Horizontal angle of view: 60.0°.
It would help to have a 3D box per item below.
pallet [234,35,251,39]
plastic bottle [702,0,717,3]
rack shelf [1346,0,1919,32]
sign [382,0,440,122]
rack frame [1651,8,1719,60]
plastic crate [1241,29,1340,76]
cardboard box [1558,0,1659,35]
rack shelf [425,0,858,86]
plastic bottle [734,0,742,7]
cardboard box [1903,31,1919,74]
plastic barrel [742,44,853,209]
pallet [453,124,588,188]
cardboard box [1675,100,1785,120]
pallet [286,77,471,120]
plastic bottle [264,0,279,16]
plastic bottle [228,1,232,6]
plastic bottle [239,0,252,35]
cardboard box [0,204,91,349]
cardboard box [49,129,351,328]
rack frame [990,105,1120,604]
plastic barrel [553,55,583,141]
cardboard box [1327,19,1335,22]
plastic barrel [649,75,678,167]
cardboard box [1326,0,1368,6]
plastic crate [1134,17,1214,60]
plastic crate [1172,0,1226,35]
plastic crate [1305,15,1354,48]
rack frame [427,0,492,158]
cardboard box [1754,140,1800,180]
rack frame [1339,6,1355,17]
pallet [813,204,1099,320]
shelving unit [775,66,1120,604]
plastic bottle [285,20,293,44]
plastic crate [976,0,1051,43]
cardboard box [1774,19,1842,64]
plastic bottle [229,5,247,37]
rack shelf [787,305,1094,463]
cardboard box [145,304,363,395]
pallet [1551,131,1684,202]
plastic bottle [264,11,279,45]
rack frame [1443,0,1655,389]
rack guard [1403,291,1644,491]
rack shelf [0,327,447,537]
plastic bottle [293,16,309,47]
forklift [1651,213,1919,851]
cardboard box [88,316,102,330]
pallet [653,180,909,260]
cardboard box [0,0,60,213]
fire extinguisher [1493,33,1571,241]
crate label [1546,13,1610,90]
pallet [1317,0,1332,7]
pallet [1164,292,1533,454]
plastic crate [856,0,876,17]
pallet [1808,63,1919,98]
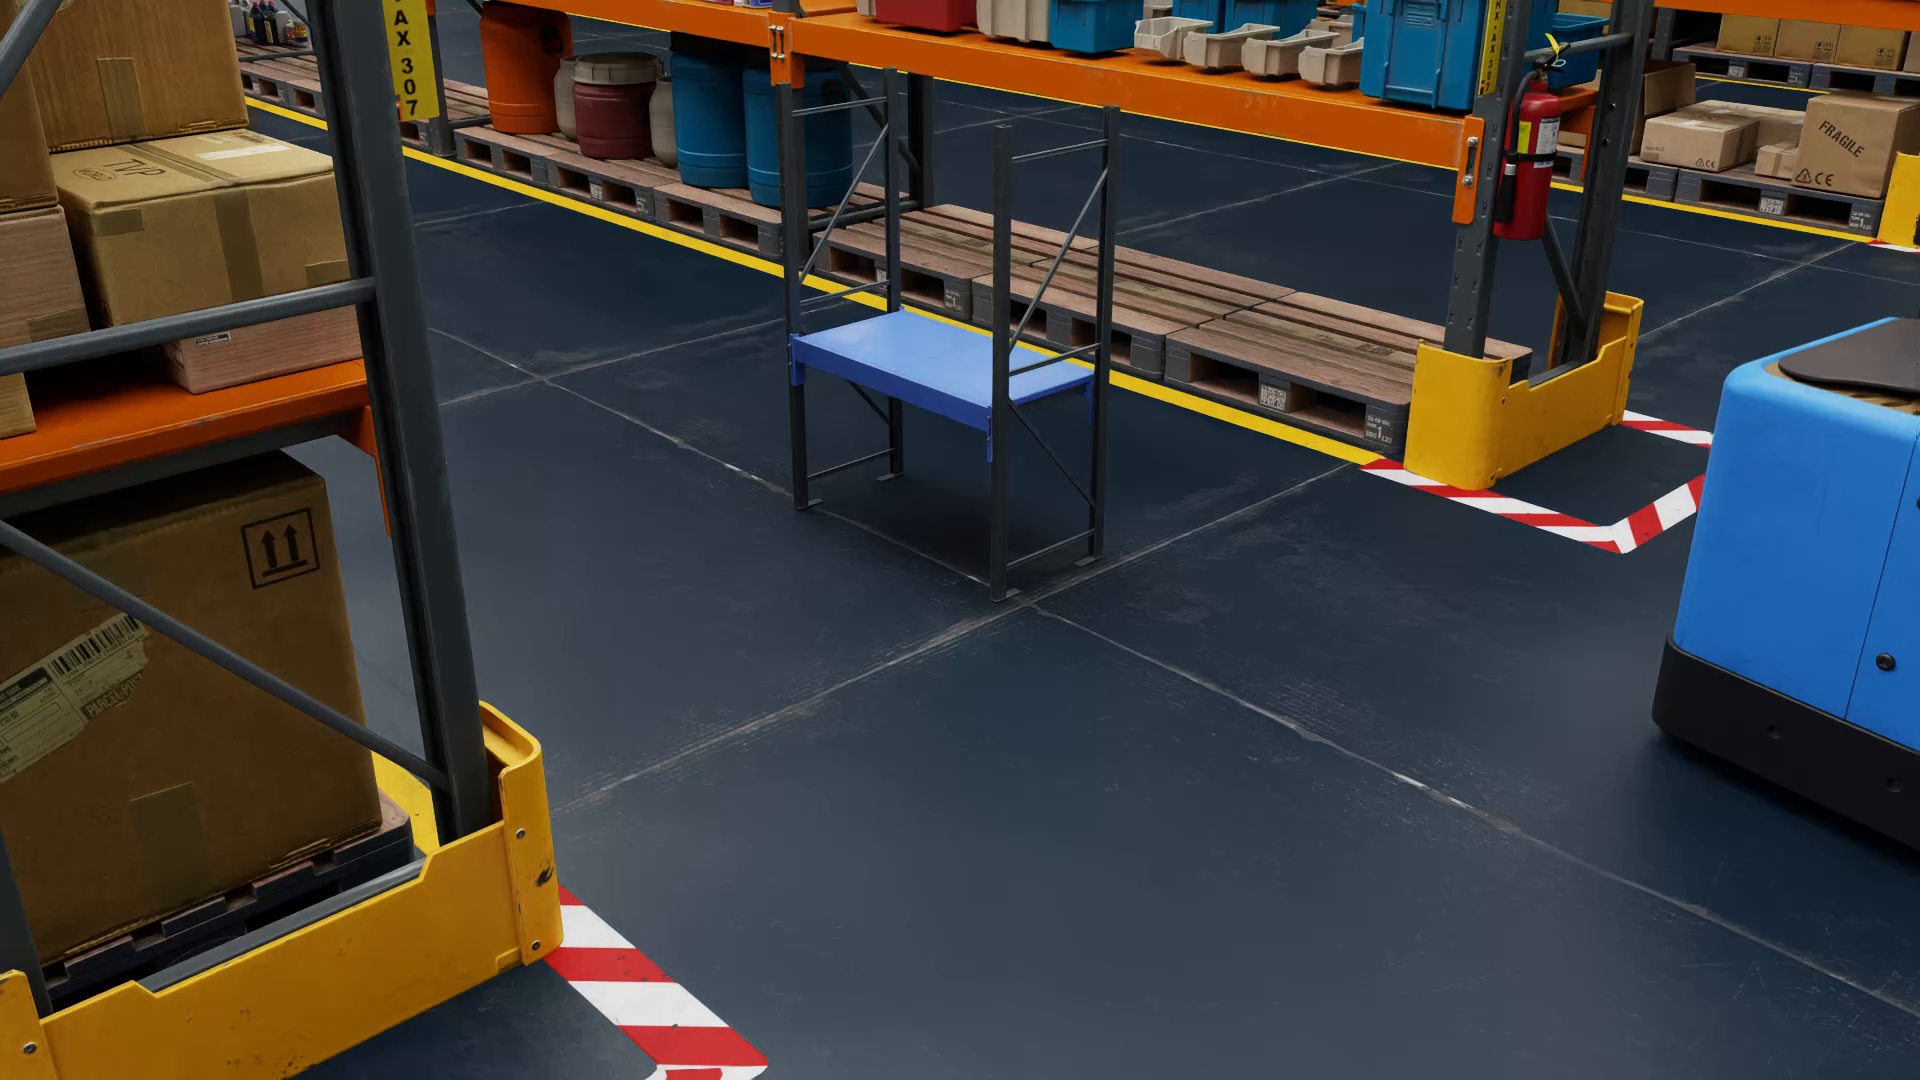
[{"bbox_3d":[-7.284,-4.707,15.814,1.003,0.211,1.213,-21,32,-38],"label":"pallet"},{"bbox_3d":[-1.305,-3.049,8.969,0.152,0.276,0.135,-21,32,-38],"label":"plastic bottle"},{"bbox_3d":[4.436,-3.438,10.539,1.077,0.370,4.000,-21,32,-38],"label":"rack shelf"},{"bbox_3d":[-1.022,-0.936,3.049,0.100,0.325,0.005,-21,32,-38],"label":"sign"},{"bbox_3d":[6.682,-5.778,14.801,1.000,3.000,0.127,-21,32,-38],"label":"rack frame"},{"bbox_3d":[1.307,-1.950,6.657,0.396,0.136,0.243,-21,32,-38],"label":"plastic crate"},{"bbox_3d":[6.143,-5.151,15.511,0.750,0.750,0.750,-21,32,-38],"label":"cardboard box"},{"bbox_3d":[-1.917,-3.246,10.118,1.077,0.370,4.000,-21,32,-38],"label":"rack shelf"},{"bbox_3d":[-1.154,-2.932,8.802,0.097,0.201,0.097,0,25,0],"label":"plastic bottle"},{"bbox_3d":[8.178,-4.107,13.645,0.500,0.500,0.700,23,33,40],"label":"cardboard box"},{"bbox_3d":[-0.909,-2.373,9.361,0.600,0.901,0.708,-21,32,-38],"label":"plastic barrel"},{"bbox_3d":[-2.714,-2.683,11.378,1.003,0.211,1.213,-21,32,-38],"label":"pallet"},{"bbox_3d":[4.955,-2.657,10.743,0.500,0.250,0.500,-21,32,-38],"label":"cardboard box"},{"bbox_3d":[-4.614,-3.526,13.224,1.003,0.211,1.213,-21,32,-38],"label":"pallet"},{"bbox_3d":[-6.266,-4.748,15.206,0.144,0.351,0.185,-20,31,-37],"label":"plastic bottle"},{"bbox_3d":[-6.929,-5.006,15.860,0.152,0.276,0.135,-22,33,-40],"label":"plastic bottle"},{"bbox_3d":[-6.686,-4.934,15.613,0.144,0.351,0.185,-22,32,-39],"label":"plastic bottle"},{"bbox_3d":[-1.956,-0.489,3.030,0.500,0.250,0.500,-22,32,-39],"label":"cardboard box"},{"bbox_3d":[-1.562,-0.639,3.360,0.500,0.250,0.500,-22,33,-40],"label":"cardboard box"},{"bbox_3d":[0.289,-0.554,5.158,0.500,1.500,0.032,-21,32,-38],"label":"rack frame"},{"bbox_3d":[-2.486,-2.949,11.092,0.421,0.512,0.421,0,25,0],"label":"plastic barrel"},{"bbox_3d":[2.916,-3.650,12.618,0.500,0.500,0.500,22,33,39],"label":"cardboard box"},{"bbox_3d":[-1.714,-2.607,10.342,0.421,0.512,0.421,0,25,0],"label":"plastic barrel"},{"bbox_3d":[4.355,-5.943,17.246,0.750,0.750,0.750,-22,32,-39],"label":"cardboard box"},{"bbox_3d":[0.883,-2.112,7.011,0.298,0.136,0.250,-21,32,-38],"label":"plastic crate"},{"bbox_3d":[1.151,-2.365,7.449,0.416,0.233,0.300,-21,32,-38],"label":"plastic crate"},{"bbox_3d":[1.633,-2.157,7.110,0.250,0.136,0.298,-21,32,-38],"label":"plastic crate"},{"bbox_3d":[-3.284,-4.179,11.297,1.000,3.000,0.127,-21,32,-38],"label":"rack frame"},{"bbox_3d":[5.040,-2.314,10.091,0.380,0.166,0.250,-21,32,-38],"label":"cardboard box"},{"bbox_3d":[3.069,-4.371,11.718,1.000,3.000,0.127,-21,32,-38],"label":"rack frame"},{"bbox_3d":[-0.019,-1.487,8.755,1.003,0.211,1.213,-21,32,-38],"label":"pallet"},{"bbox_3d":[-0.058,-0.708,5.495,0.538,1.500,1.048,-21,32,-38],"label":"shelving unit"},{"bbox_3d":[-6.054,-4.601,15.062,0.097,0.201,0.097,0,25,0],"label":"plastic bottle"},{"bbox_3d":[0.360,-2.426,7.524,0.437,0.282,0.530,-21,32,-38],"label":"plastic crate"},{"bbox_3d":[7.459,-4.423,14.336,0.700,0.500,0.500,-22,32,-39],"label":"cardboard box"},{"bbox_3d":[-6.777,-4.851,15.520,0.152,0.276,0.135,-21,32,-38],"label":"plastic bottle"},{"bbox_3d":[-0.058,-0.545,5.570,0.538,0.185,1.000,-21,32,-38],"label":"rack shelf"},{"bbox_3d":[-1.433,-0.437,3.397,0.380,0.149,0.250,-21,32,-38],"label":"cardboard box"},{"bbox_3d":[4.375,-2.524,11.030,1.003,0.211,1.213,-21,32,-38],"label":"pallet"},{"bbox_3d":[-6.234,-4.636,15.041,0.061,0.283,0.133,-21,32,-38],"label":"plastic bottle"},{"bbox_3d":[2.184,-1.755,5.984,1.000,3.000,0.127,-21,32,-38],"label":"rack frame"},{"bbox_3d":[2.210,-0.615,6.495,1.175,0.500,0.348,-21,32,-38],"label":"rack guard"},{"bbox_3d":[-2.798,-0.629,4.381,1.077,0.370,4.000,-21,32,-38],"label":"rack shelf"},{"bbox_3d":[-5.915,-4.571,14.912,0.097,0.271,0.097,0,25,0],"label":"plastic bottle"},{"bbox_3d":[3.373,-0.974,4.353,3.031,2.935,1.130,-16,29,-32],"label":"forklift"},{"bbox_3d":[-1.785,-0.592,3.736,0.380,0.149,0.250,-22,33,-40],"label":"cardboard box"},{"bbox_3d":[-1.047,-1.944,9.757,1.003,0.211,1.213,-21,32,-38],"label":"pallet"},{"bbox_3d":[-1.956,-0.832,2.878,0.500,0.500,0.500,-21,32,-38],"label":"cardboard box"},{"bbox_3d":[1.956,-1.376,5.695,0.296,0.674,0.183,-21,32,-38],"label":"fire extinguisher"},{"bbox_3d":[2.256,-1.875,6.375,0.416,0.233,0.303,-21,32,-38],"label":"crate label"},{"bbox_3d":[3.415,-5.958,18.556,1.003,0.211,1.213,-21,32,-38],"label":"pallet"},{"bbox_3d":[1.649,-0.748,7.134,1.003,0.211,1.213,-21,32,-38],"label":"pallet"},{"bbox_3d":[-0.336,-2.693,8.285,0.396,0.136,0.243,-21,32,-38],"label":"plastic crate"},{"bbox_3d":[7.983,-3.887,14.016,1.003,0.211,1.213,-21,32,-38],"label":"pallet"}]
